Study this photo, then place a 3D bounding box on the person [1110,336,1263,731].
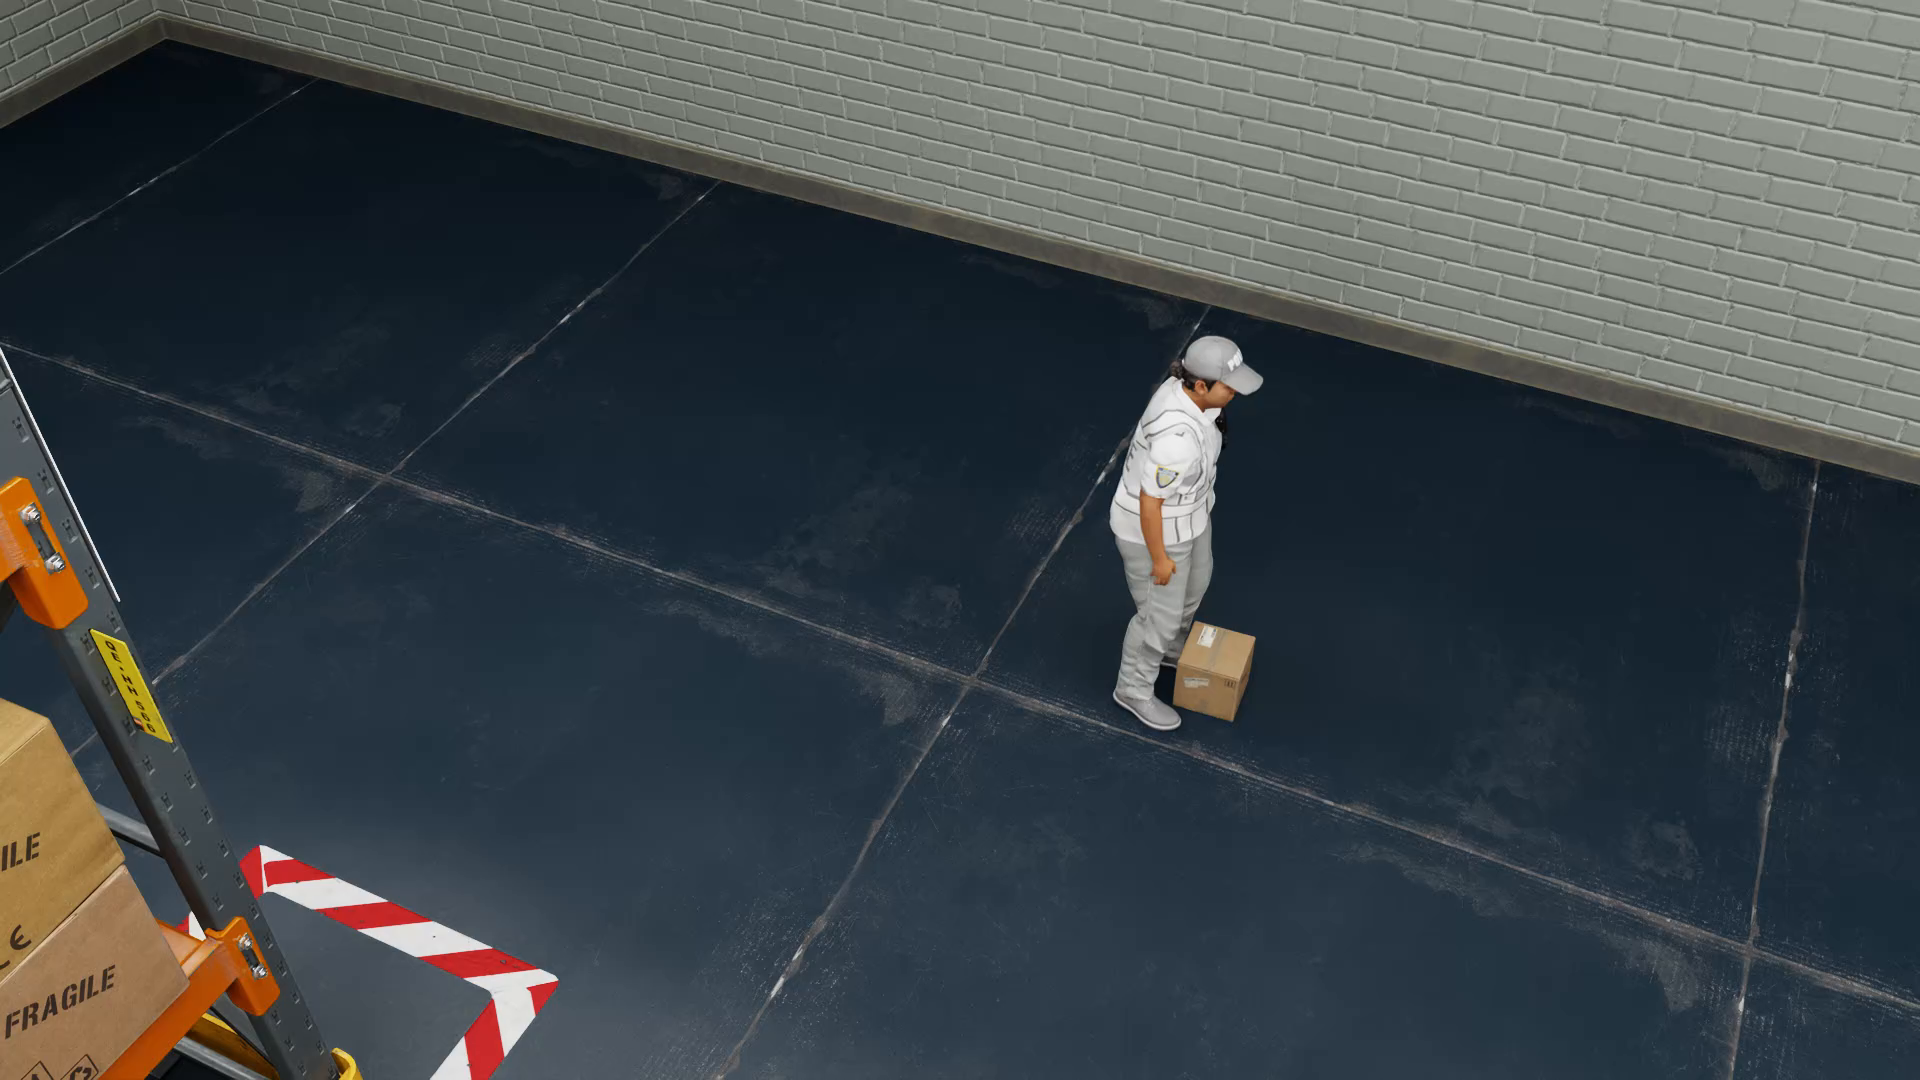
[{"bbox_3d":[0.805,-0.052,6.213,0.467,1.665,0.546,15,44,16],"label":"person"}]
